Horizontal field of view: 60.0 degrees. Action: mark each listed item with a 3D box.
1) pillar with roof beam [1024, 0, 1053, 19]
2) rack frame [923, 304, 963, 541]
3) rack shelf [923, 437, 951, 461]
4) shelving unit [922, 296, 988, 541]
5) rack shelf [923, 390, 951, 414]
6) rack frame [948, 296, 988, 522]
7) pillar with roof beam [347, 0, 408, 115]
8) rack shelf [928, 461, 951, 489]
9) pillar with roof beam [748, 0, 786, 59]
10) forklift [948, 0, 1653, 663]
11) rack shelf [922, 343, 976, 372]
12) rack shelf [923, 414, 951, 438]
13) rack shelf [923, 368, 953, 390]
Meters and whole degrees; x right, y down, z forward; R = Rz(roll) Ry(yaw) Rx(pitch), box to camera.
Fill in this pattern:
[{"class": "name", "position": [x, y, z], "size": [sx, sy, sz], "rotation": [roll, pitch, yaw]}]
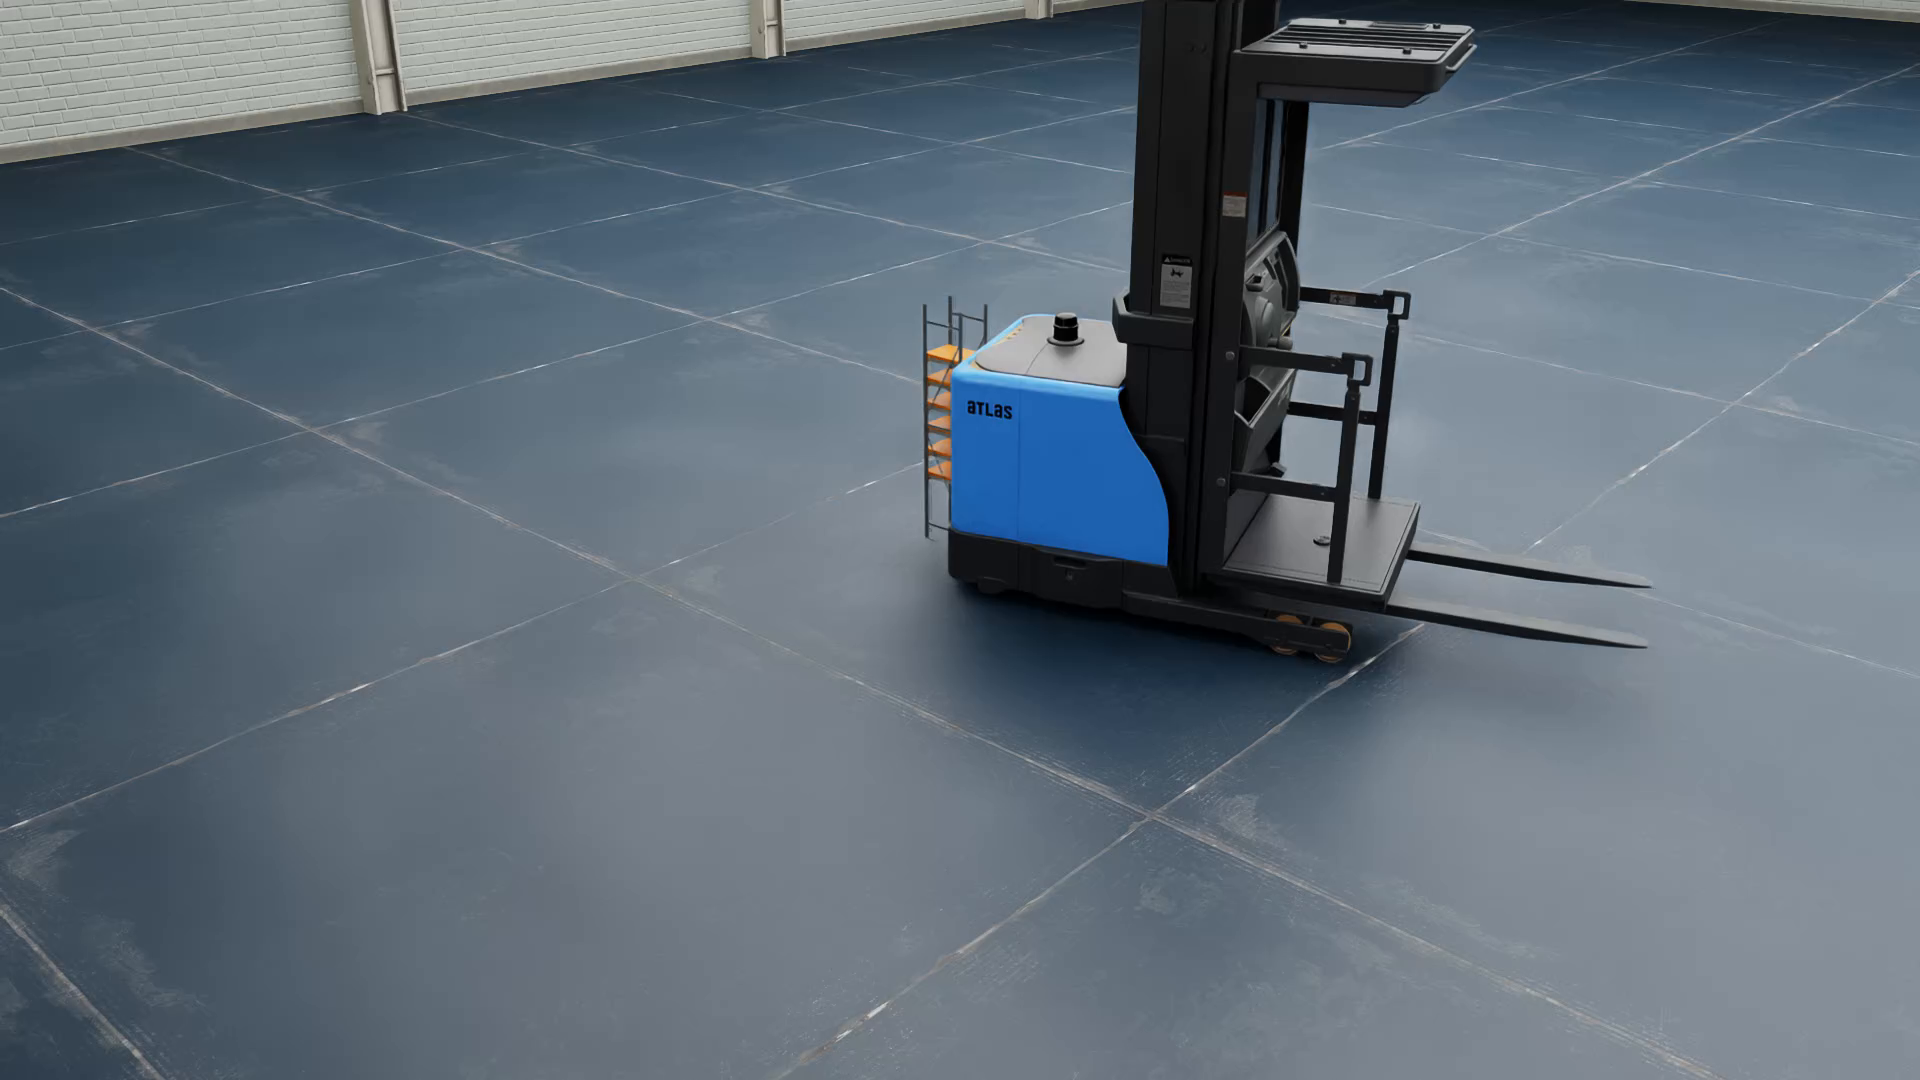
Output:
[{"class": "pillar with roof beam", "position": [4.506, -11.595, 23.112], "size": [9.100, 9.000, 0.400], "rotation": [20, 31, 38]}, {"class": "rack frame", "position": [-0.081, -0.527, 7.958], "size": [0.240, 1.200, 0.006], "rotation": [19, 30, 36]}, {"class": "rack shelf", "position": [-0.022, -0.405, 8.089], "size": [0.258, 0.103, 0.180], "rotation": [19, 30, 36]}, {"class": "shelving unit", "position": [-0.022, -0.555, 8.022], "size": [0.258, 1.200, 0.189], "rotation": [19, 30, 36]}, {"class": "rack shelf", "position": [-0.022, -0.624, 7.991], "size": [0.258, 0.103, 0.180], "rotation": [19, 30, 36]}, {"class": "rack frame", "position": [0.037, -0.584, 8.086], "size": [0.240, 1.200, 0.006], "rotation": [19, 30, 36]}, {"class": "pillar with roof beam", "position": [-3.503, -7.939, 14.958], "size": [9.100, 9.000, 0.400], "rotation": [20, 31, 38]}, {"class": "rack shelf", "position": [-0.022, -0.296, 8.138], "size": [0.258, 0.103, 0.180], "rotation": [19, 30, 36]}, {"class": "pillar with roof beam", "position": [0.502, -9.767, 19.035], "size": [9.100, 9.000, 0.400], "rotation": [20, 31, 38]}, {"class": "forklift", "position": [1.513, -1.062, 7.037], "size": [3.031, 2.935, 1.130], "rotation": [10, 26, 20]}, {"class": "rack shelf", "position": [-0.022, -0.843, 7.893], "size": [0.258, 0.103, 0.180], "rotation": [19, 30, 36]}, {"class": "rack shelf", "position": [-0.022, -0.515, 8.040], "size": [0.258, 0.103, 0.180], "rotation": [19, 30, 36]}, {"class": "rack shelf", "position": [-0.022, -0.734, 7.942], "size": [0.258, 0.103, 0.180], "rotation": [19, 30, 36]}]
